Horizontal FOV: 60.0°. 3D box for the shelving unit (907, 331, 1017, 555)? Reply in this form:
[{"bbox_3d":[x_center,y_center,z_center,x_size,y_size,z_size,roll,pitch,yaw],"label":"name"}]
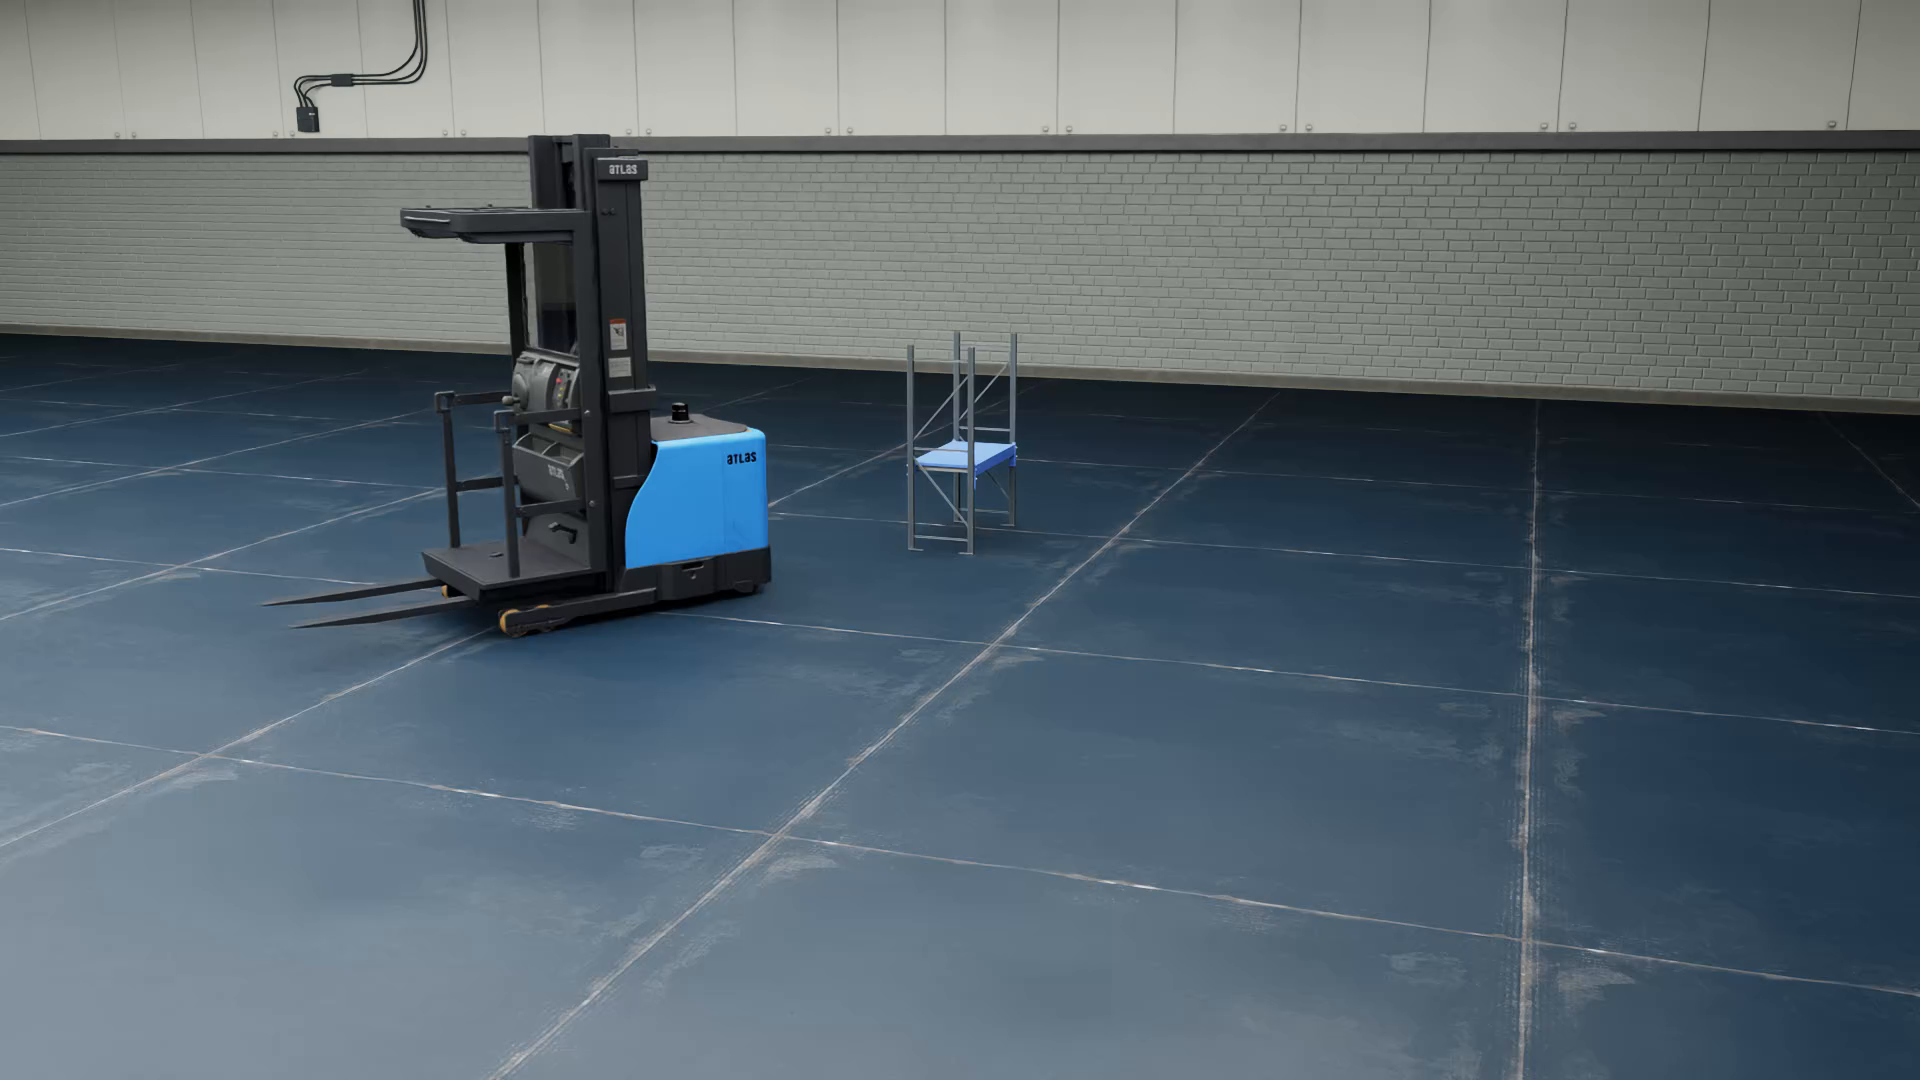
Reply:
[{"bbox_3d":[0.028,-0.749,12.400,0.538,1.500,1.048,4,14,18],"label":"shelving unit"}]

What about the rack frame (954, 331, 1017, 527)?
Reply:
[{"bbox_3d":[0.192,-0.856,12.869,0.500,1.500,0.032,4,14,18],"label":"rack frame"}]

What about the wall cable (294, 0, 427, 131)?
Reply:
[{"bbox_3d":[-8.722,-8.913,23.674,2.305,6.003,0.169,4,14,18],"label":"wall cable"}]

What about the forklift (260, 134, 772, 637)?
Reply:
[{"bbox_3d":[-2.734,-0.980,10.195,3.031,2.935,1.130,-9,16,-35],"label":"forklift"}]

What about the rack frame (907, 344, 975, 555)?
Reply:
[{"bbox_3d":[-0.137,-0.642,11.931,0.500,1.500,0.032,4,14,18],"label":"rack frame"}]

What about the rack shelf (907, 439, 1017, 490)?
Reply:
[{"bbox_3d":[0.028,-0.574,12.440,0.538,0.185,1.000,4,14,18],"label":"rack shelf"}]
